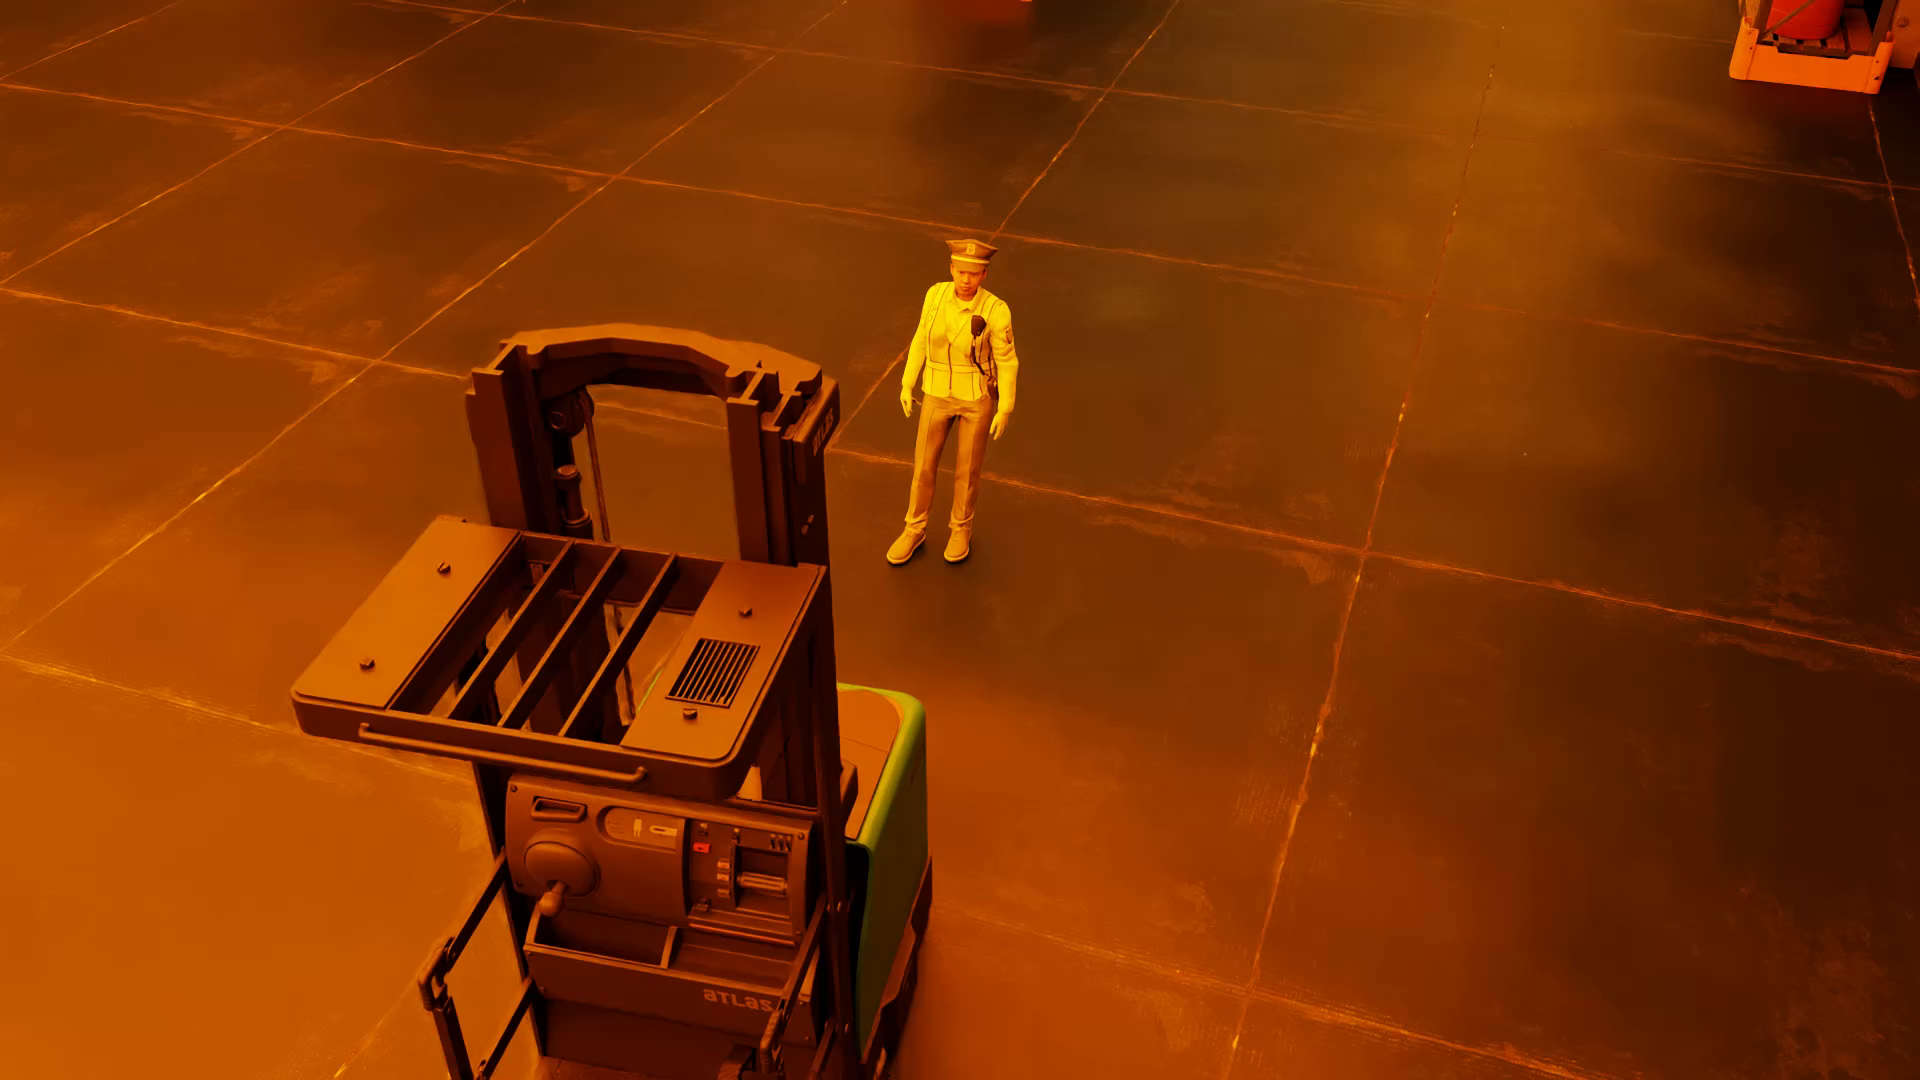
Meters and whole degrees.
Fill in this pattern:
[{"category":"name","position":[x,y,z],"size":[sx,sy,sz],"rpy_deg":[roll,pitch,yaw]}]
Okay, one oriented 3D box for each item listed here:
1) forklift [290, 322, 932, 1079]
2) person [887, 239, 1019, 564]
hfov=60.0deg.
[{"category":"forklift","position":[-0.932,1.008,4.689],"size":[1.130,2.935,3.031],"rpy_deg":[7,36,10]},{"category":"person","position":[-0.030,-0.661,8.100],"size":[0.586,1.694,0.530],"rpy_deg":[12,37,16]}]
